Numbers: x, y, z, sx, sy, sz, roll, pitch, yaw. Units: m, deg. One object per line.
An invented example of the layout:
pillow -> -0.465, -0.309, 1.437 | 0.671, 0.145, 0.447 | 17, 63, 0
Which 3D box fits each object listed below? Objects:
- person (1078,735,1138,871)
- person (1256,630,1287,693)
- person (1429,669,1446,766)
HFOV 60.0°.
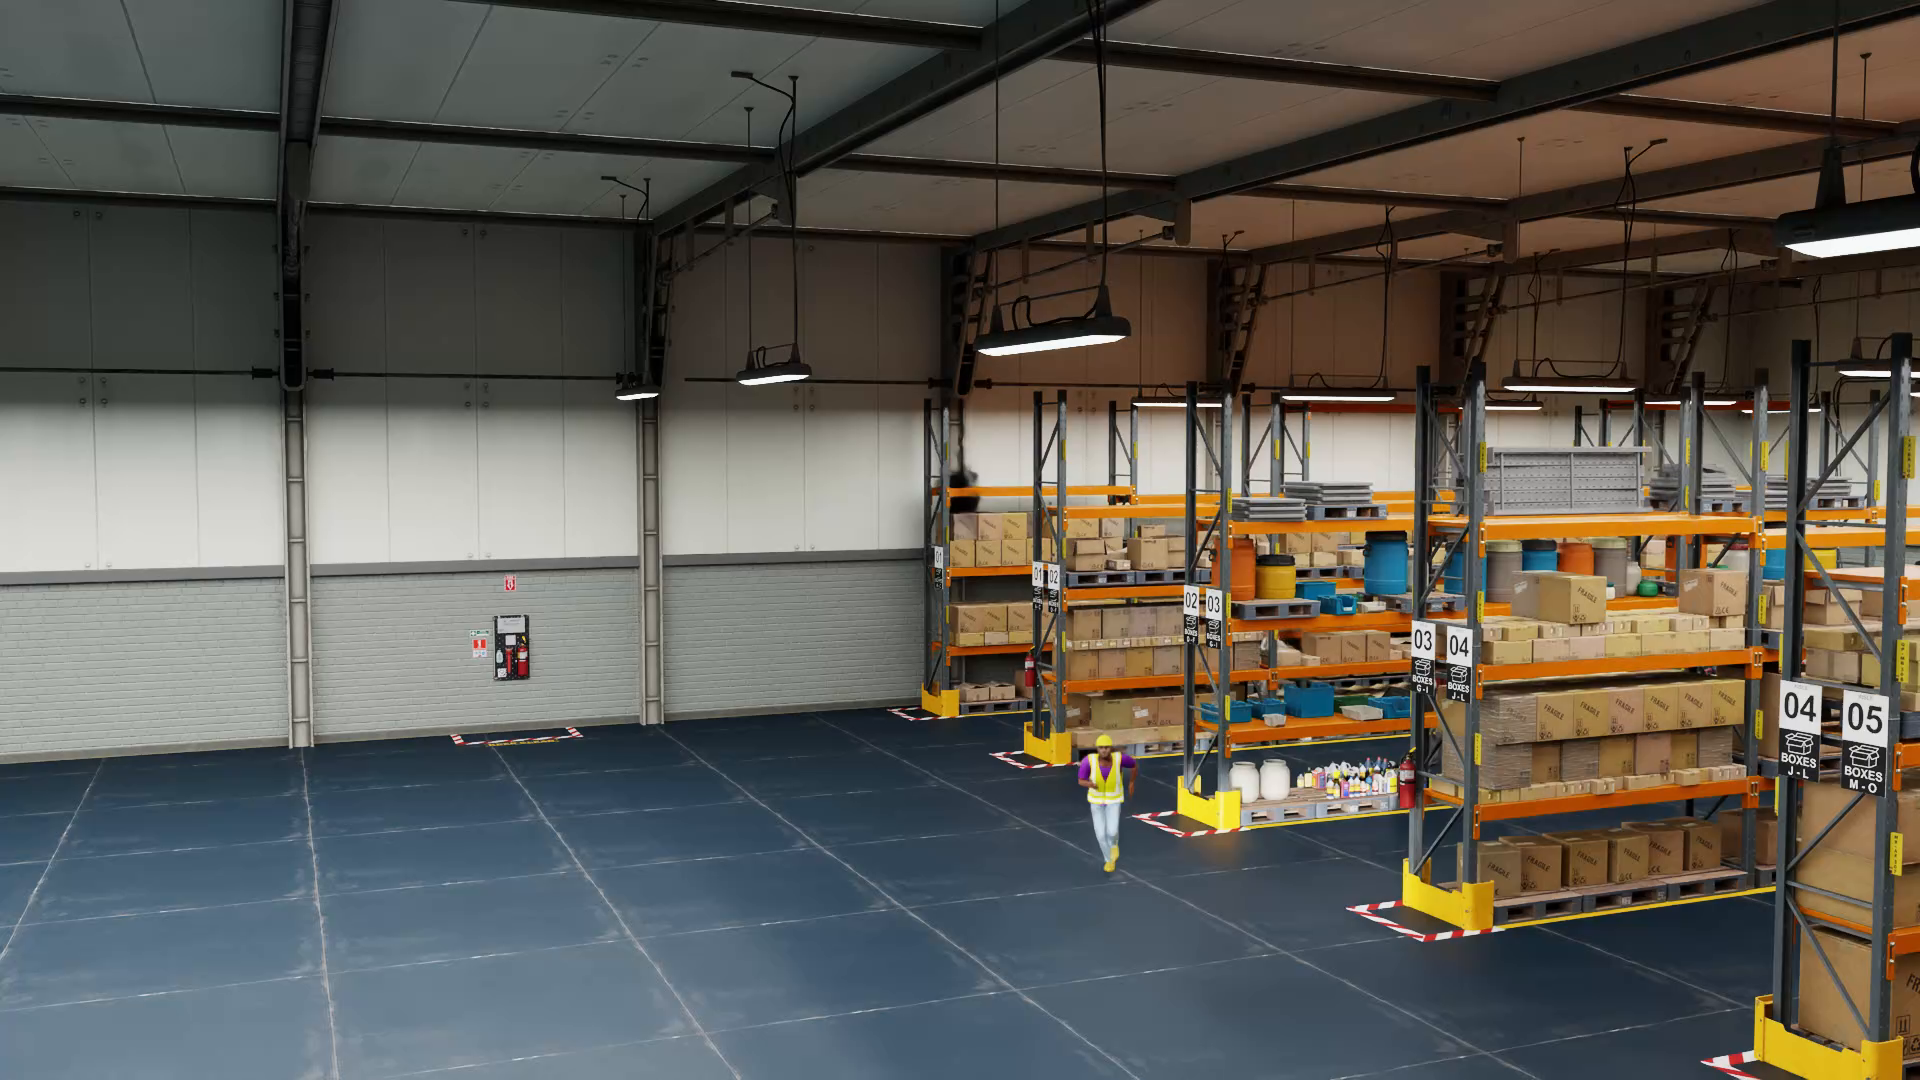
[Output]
person -> 1.757, 3.147, 19.857 | 0.680, 1.692, 0.757 | 1, 3, 12
person -> 5.845, 2.475, 31.087 | 0.800, 1.750, 0.738 | -2, 4, -32
person -> 7.711, 2.759, 26.656 | 0.727, 1.695, 0.585 | -2, 4, -24
